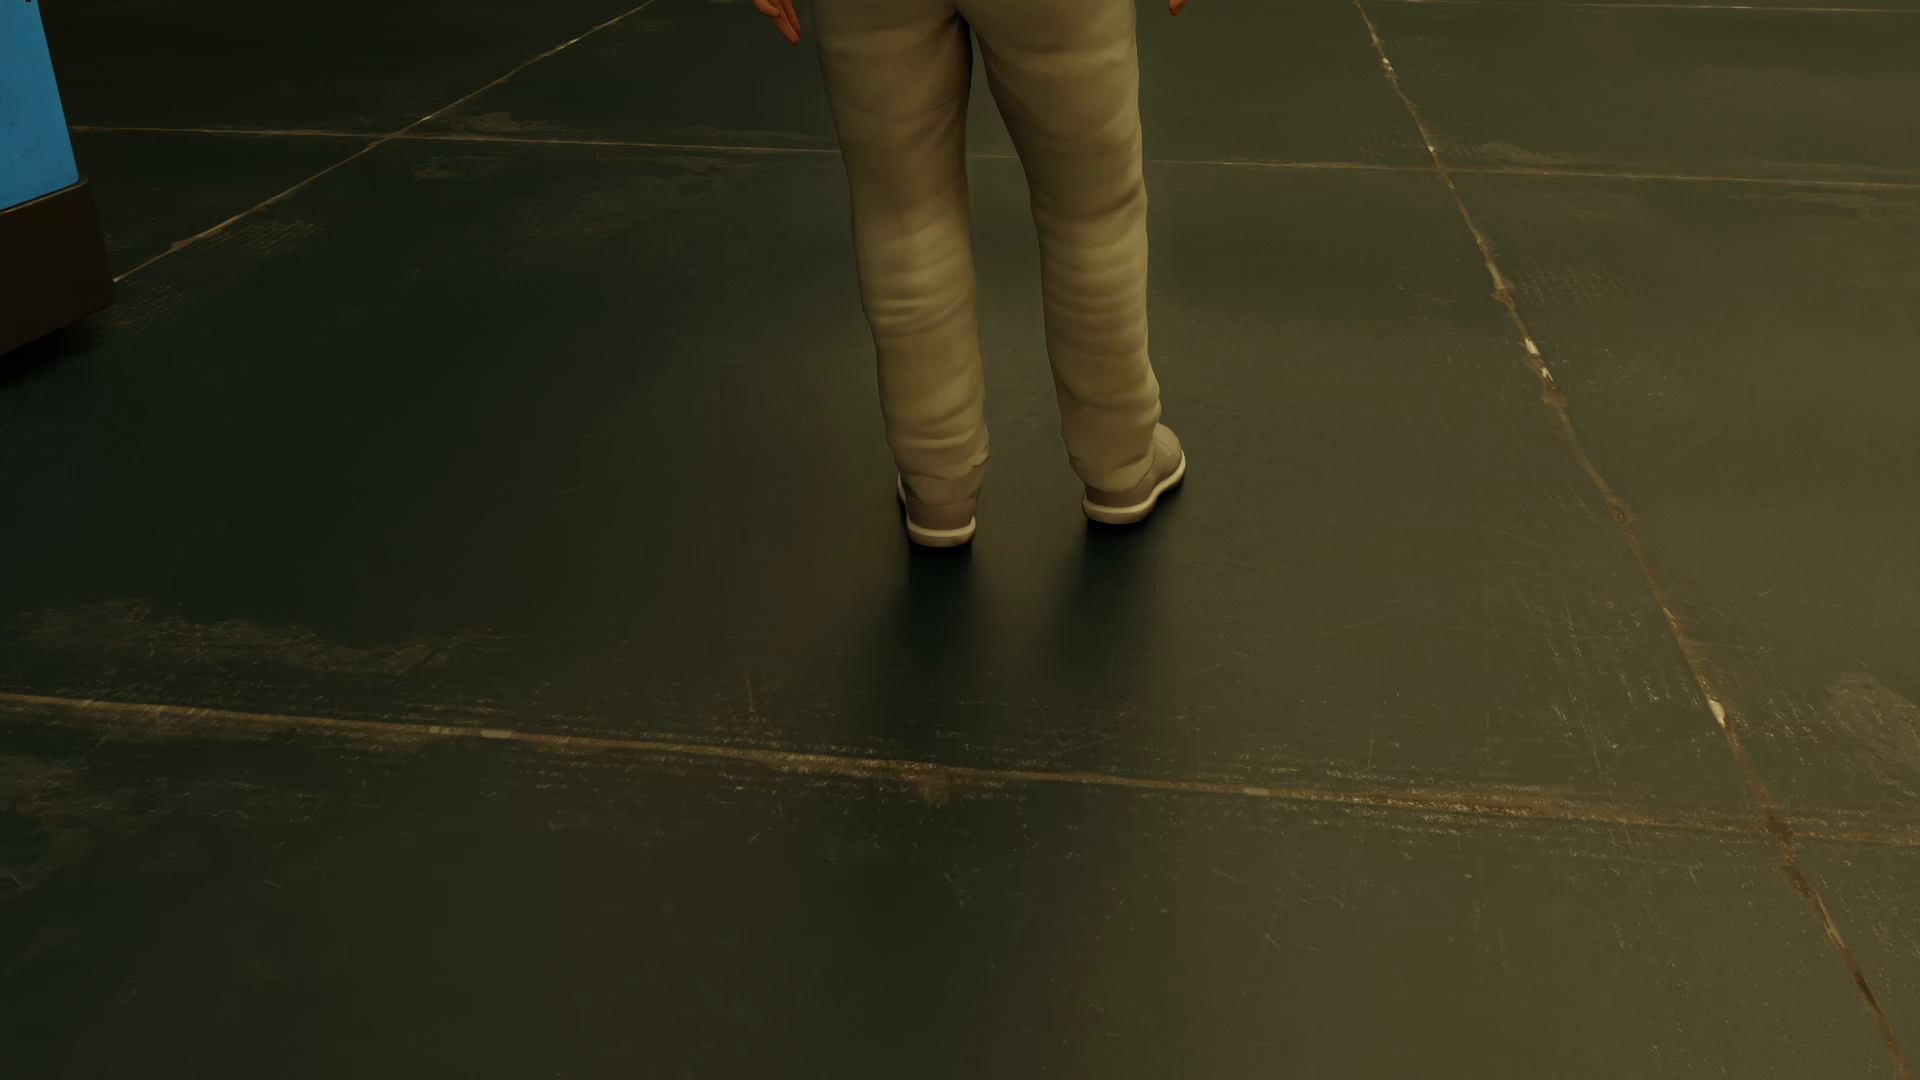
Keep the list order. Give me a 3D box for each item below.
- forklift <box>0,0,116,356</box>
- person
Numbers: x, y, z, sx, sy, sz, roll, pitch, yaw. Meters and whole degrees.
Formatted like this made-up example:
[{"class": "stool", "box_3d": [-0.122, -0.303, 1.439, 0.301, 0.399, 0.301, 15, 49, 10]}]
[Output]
[{"class": "forklift", "box_3d": [-3.239, -1.671, 2.567, 3.031, 2.935, 1.130, 6, 27, 12]}, {"class": "person", "box_3d": [0.022, -0.837, 2.166, 0.640, 1.781, 0.575, 3, 27, 7]}]
